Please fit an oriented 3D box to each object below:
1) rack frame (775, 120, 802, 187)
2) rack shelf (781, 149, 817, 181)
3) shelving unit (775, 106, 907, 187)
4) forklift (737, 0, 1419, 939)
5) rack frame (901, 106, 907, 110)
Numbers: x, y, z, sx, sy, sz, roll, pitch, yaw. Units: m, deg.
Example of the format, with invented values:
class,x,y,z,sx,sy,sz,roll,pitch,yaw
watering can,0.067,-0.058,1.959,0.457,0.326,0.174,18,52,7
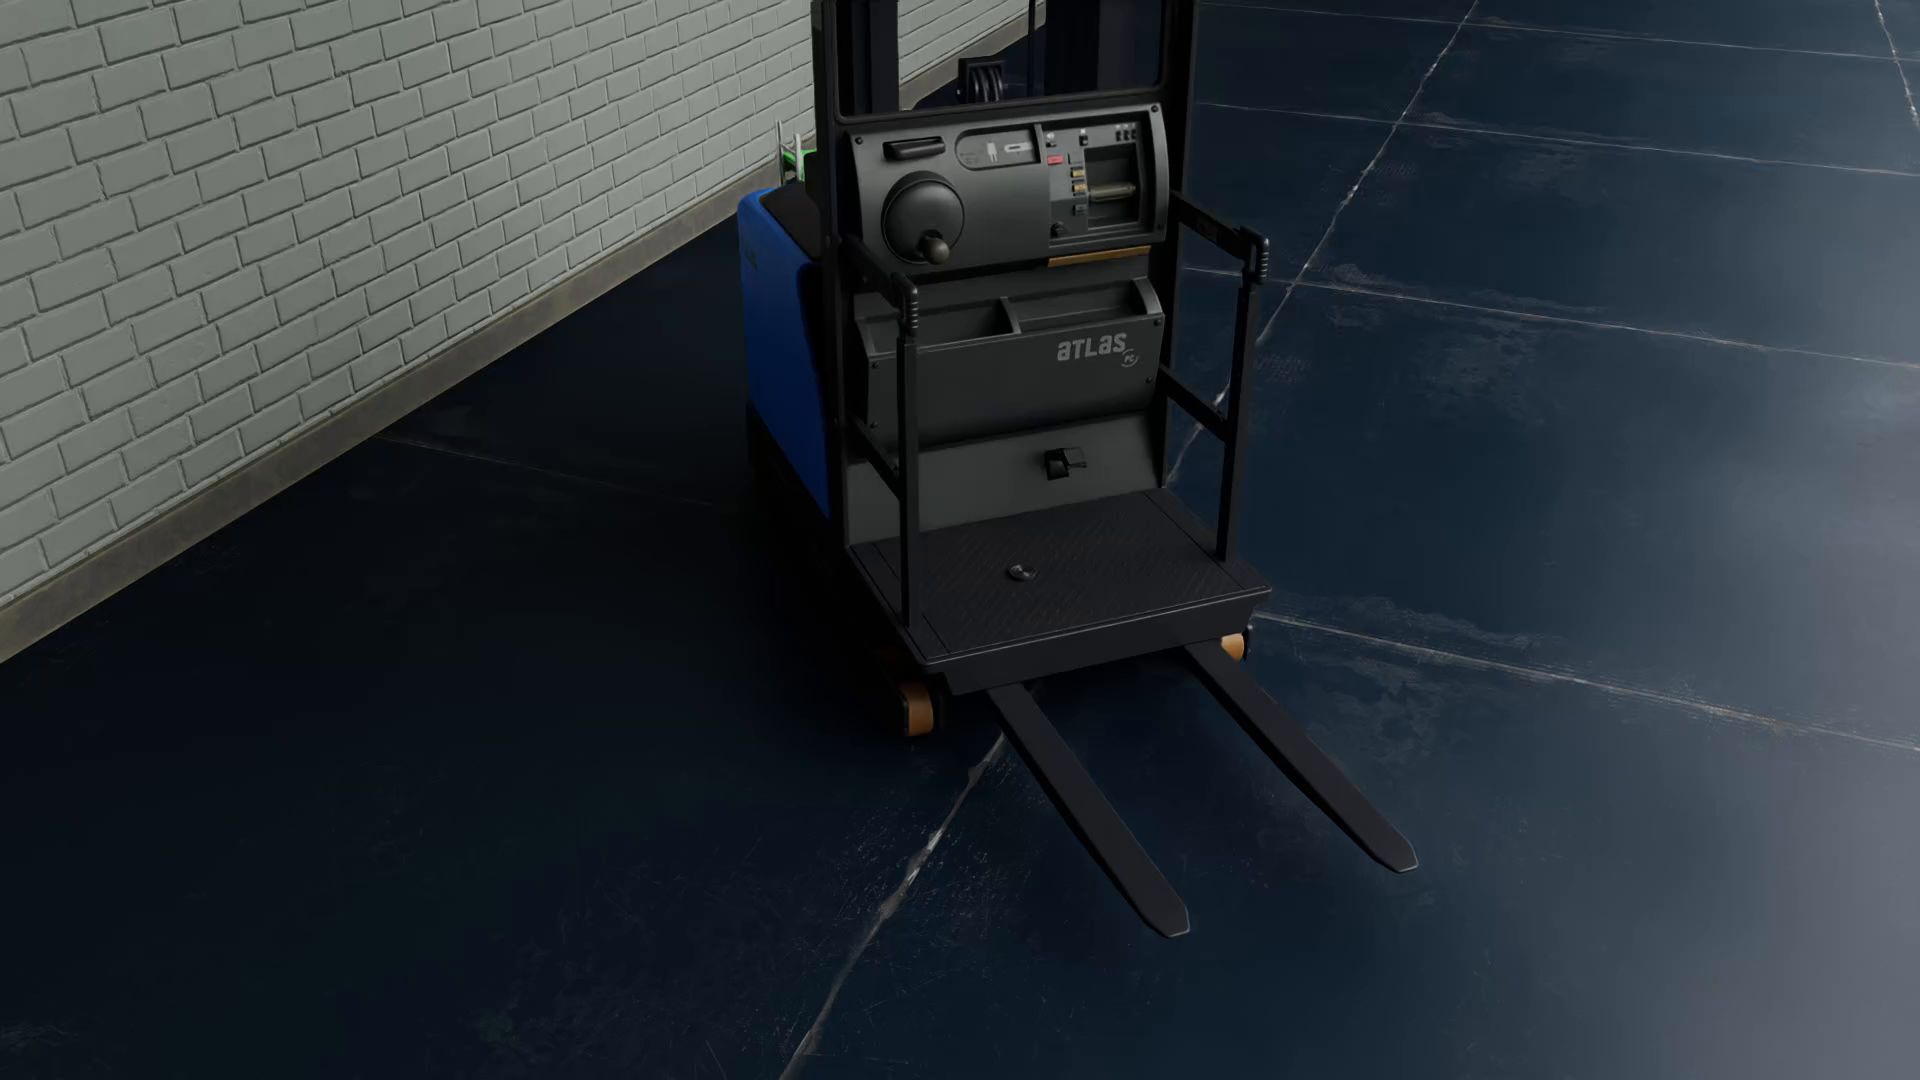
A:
class,x,y,z,sx,sy,sz,roll,pitch,yaw
rack frame,-0.601,-0.928,6.159,0.015,1.200,0.240,-12,29,-20
rack shelf,-0.385,-1.347,6.056,0.480,0.148,0.258,-12,29,-20
shelving unit,-0.377,-0.975,6.243,0.503,1.200,0.258,-12,29,-20
forklift,0.229,-0.945,4.444,1.130,2.935,3.031,-11,31,-18
rack frame,-0.153,-1.023,6.328,0.015,1.200,0.240,-12,29,-20
